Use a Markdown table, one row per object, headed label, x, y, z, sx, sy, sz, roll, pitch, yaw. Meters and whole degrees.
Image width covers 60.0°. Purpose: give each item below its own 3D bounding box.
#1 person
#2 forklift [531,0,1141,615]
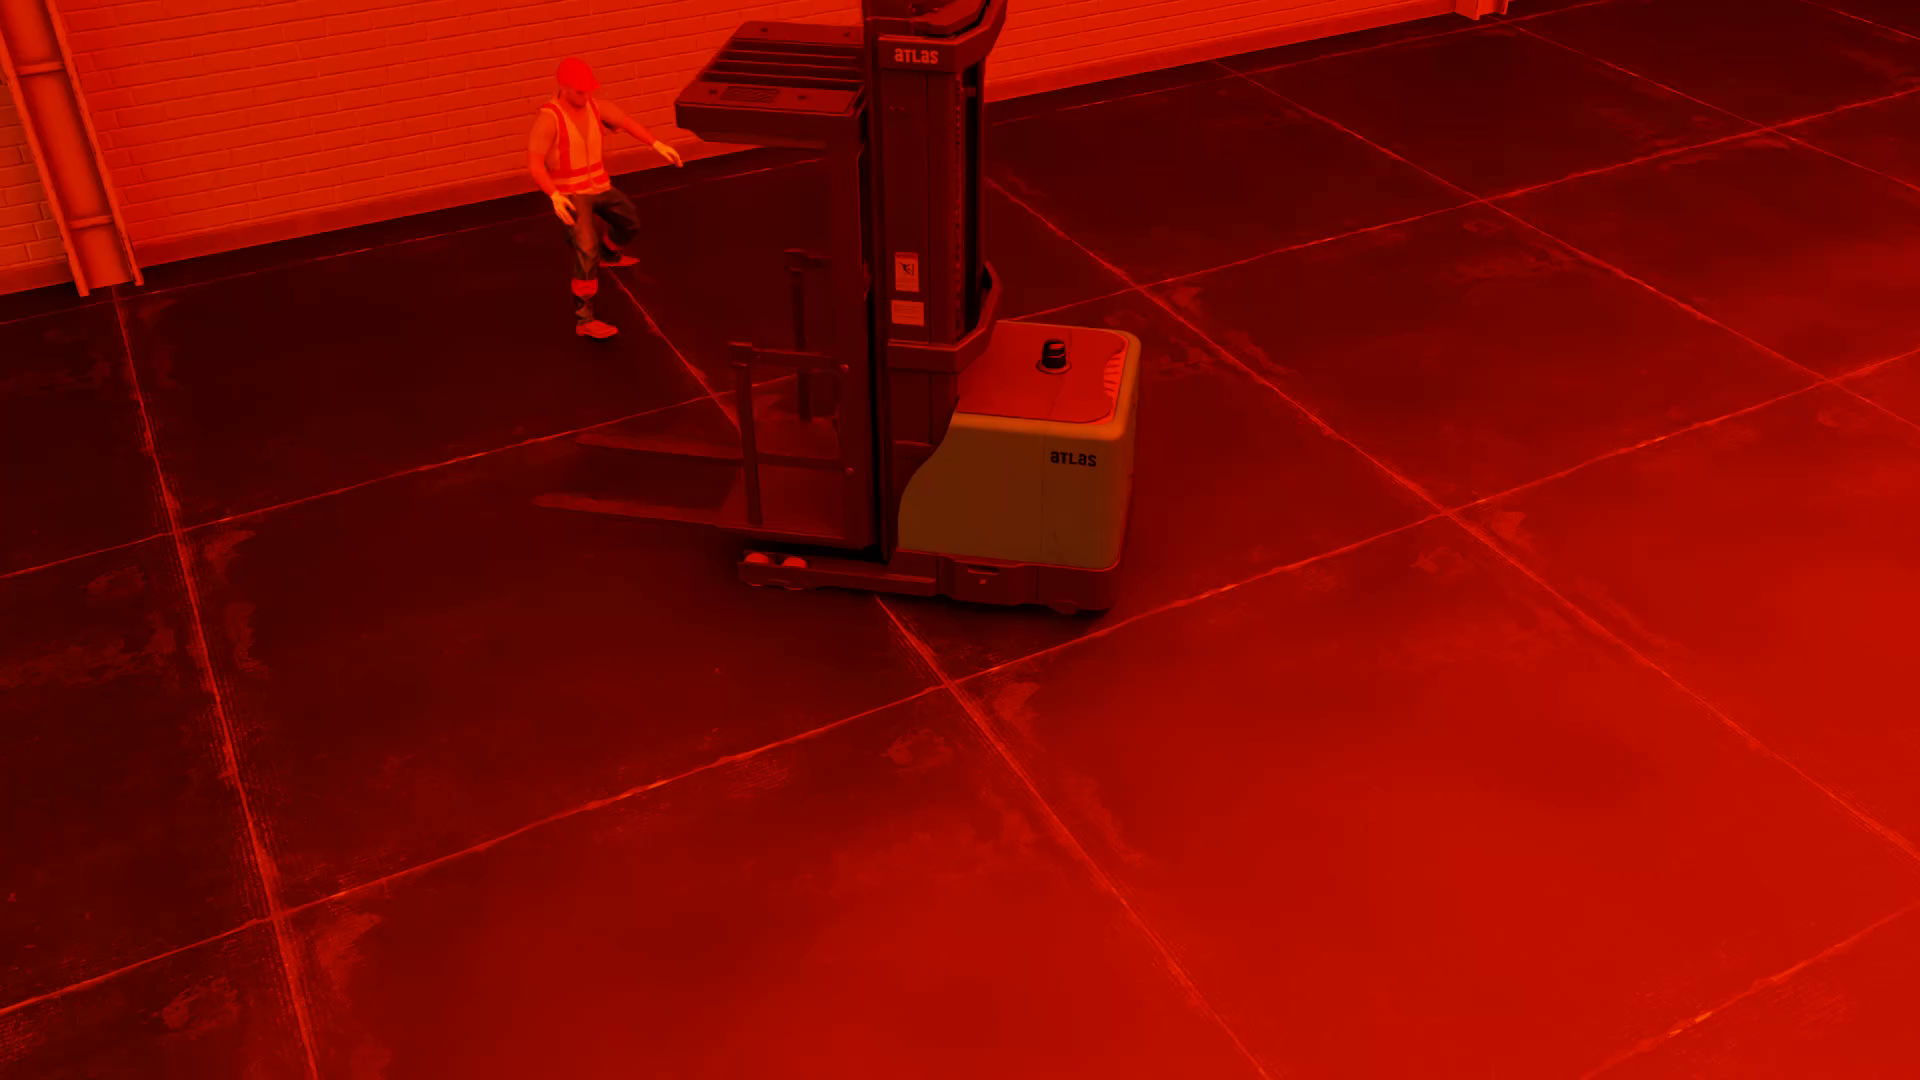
| label | x | y | z | sx | sy | sz | roll | pitch | yaw |
| --- | --- | --- | --- | --- | --- | --- | --- | --- | --- |
| person | -2.266 | -2.219 | 10.448 | 0.943 | 1.626 | 1.011 | 25 | 42 | 31 |
| forklift | -0.655 | -1.237 | 7.873 | 3.031 | 2.935 | 1.130 | 6 | 36 | 8 |
